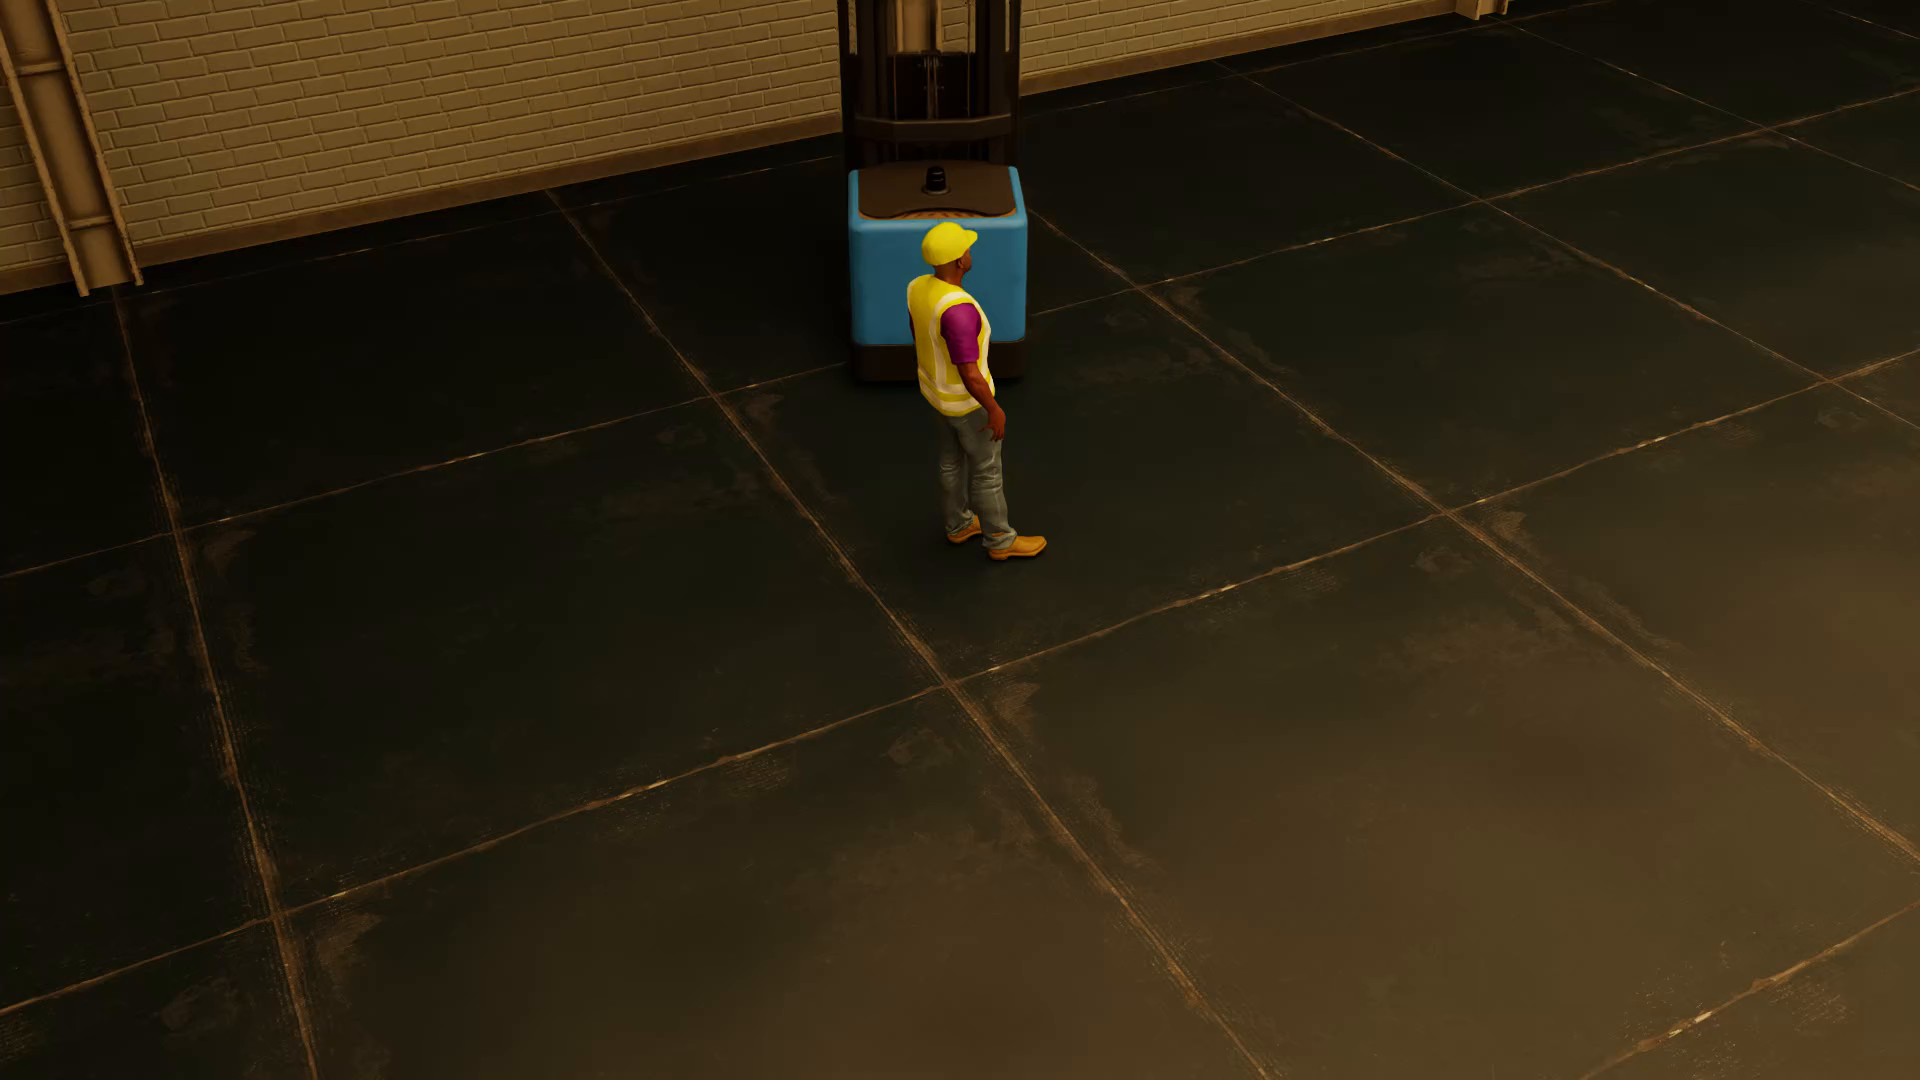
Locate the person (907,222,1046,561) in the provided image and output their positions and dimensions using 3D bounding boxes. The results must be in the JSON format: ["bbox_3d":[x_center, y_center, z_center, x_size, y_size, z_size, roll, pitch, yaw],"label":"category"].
[{"bbox_3d":[0.064,-0.743,8.171,0.577,1.765,0.666,-17,39,-23],"label":"person"}]

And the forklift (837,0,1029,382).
[{"bbox_3d":[-0.197,-2.963,10.315,1.130,2.935,3.031,-2,35,-2],"label":"forklift"}]
